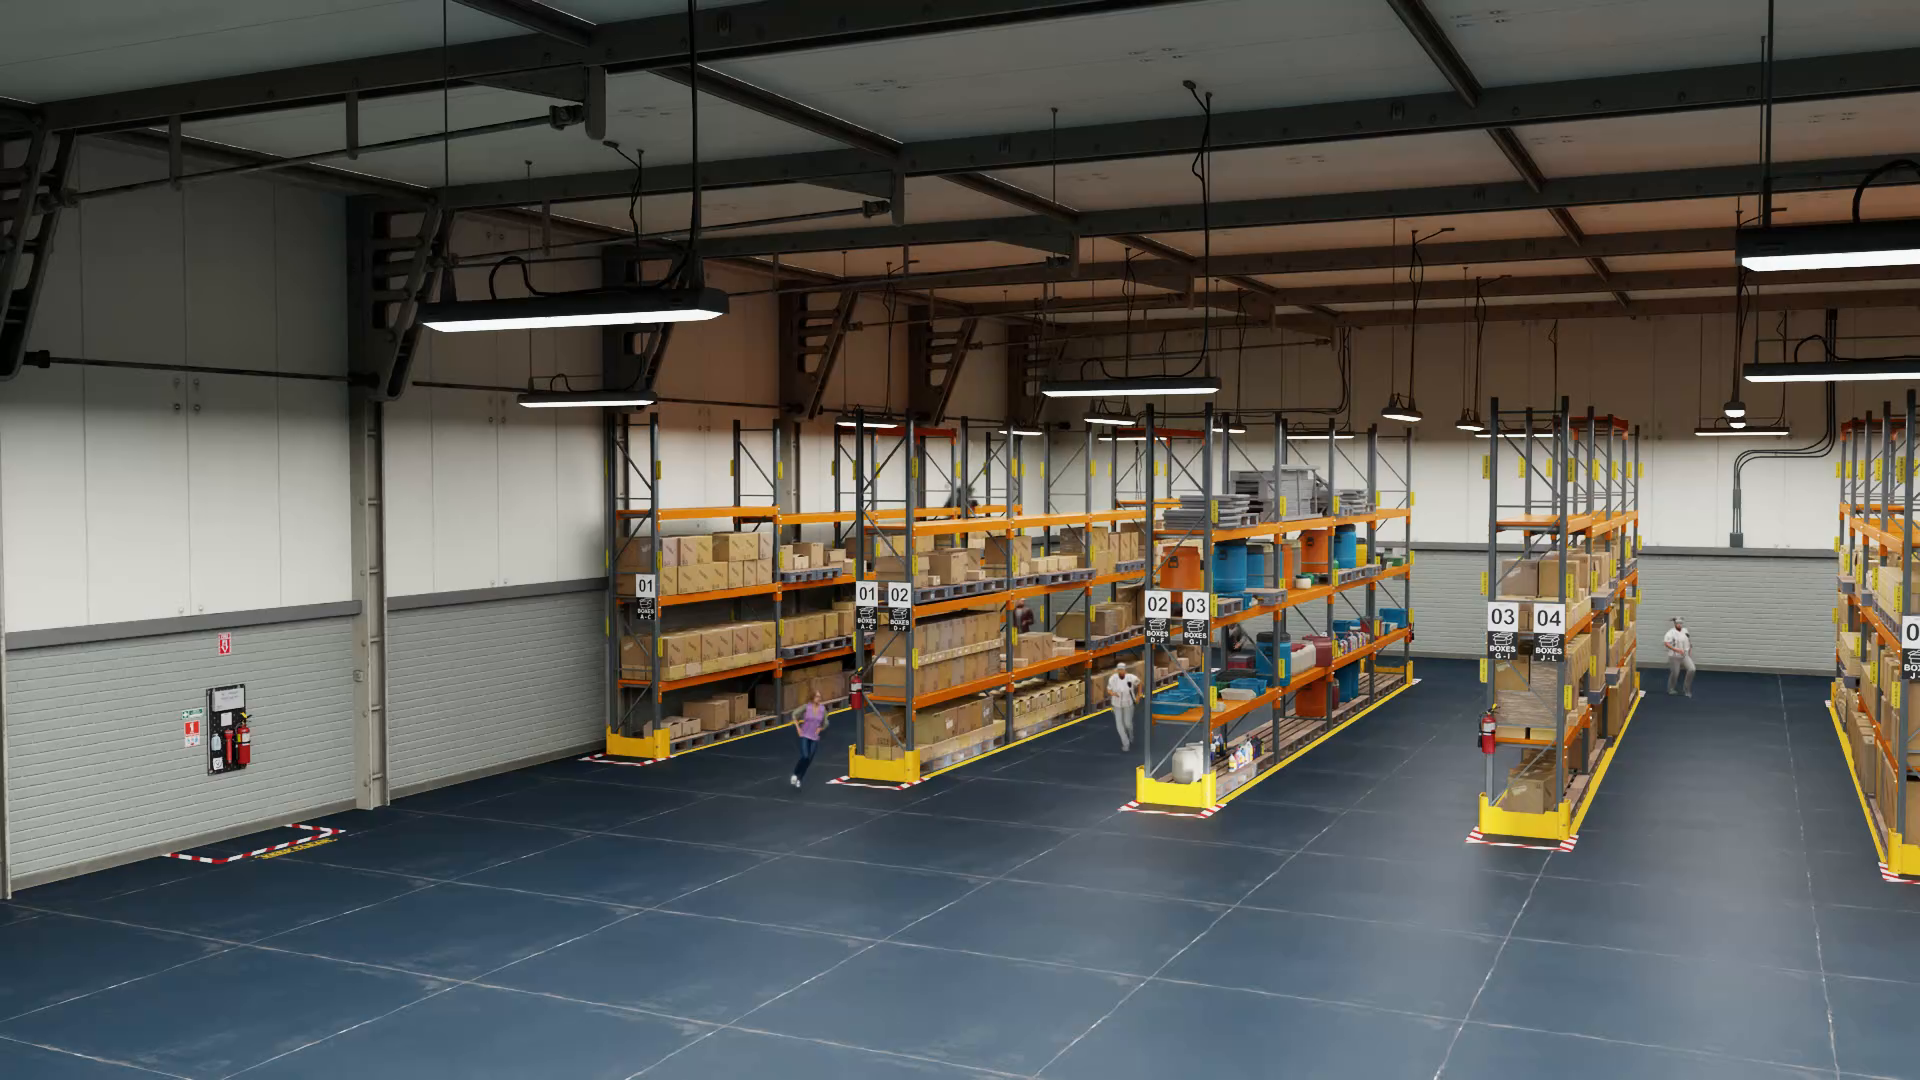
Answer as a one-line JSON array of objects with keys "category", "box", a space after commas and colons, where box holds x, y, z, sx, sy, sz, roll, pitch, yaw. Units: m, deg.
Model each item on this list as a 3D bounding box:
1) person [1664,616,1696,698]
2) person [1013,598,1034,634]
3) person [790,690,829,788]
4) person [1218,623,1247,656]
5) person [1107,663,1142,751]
[{"category": "person", "box": [15.930, 2.589, 36.835, 0.673, 1.806, 0.682, 0, 2, -7]}, {"category": "person", "box": [1.396, 2.249, 38.798, 0.679, 1.874, 0.792, 0, 2, 11]}, {"category": "person", "box": [-2.358, 3.124, 26.138, 0.590, 1.544, 0.559, -1, 3, -24]}, {"category": "person", "box": [6.231, 2.564, 38.058, 0.668, 1.720, 0.818, 1, 3, 21]}, {"category": "person", "box": [2.915, 2.971, 29.580, 0.585, 1.606, 0.662, 1, 3, 18]}]
